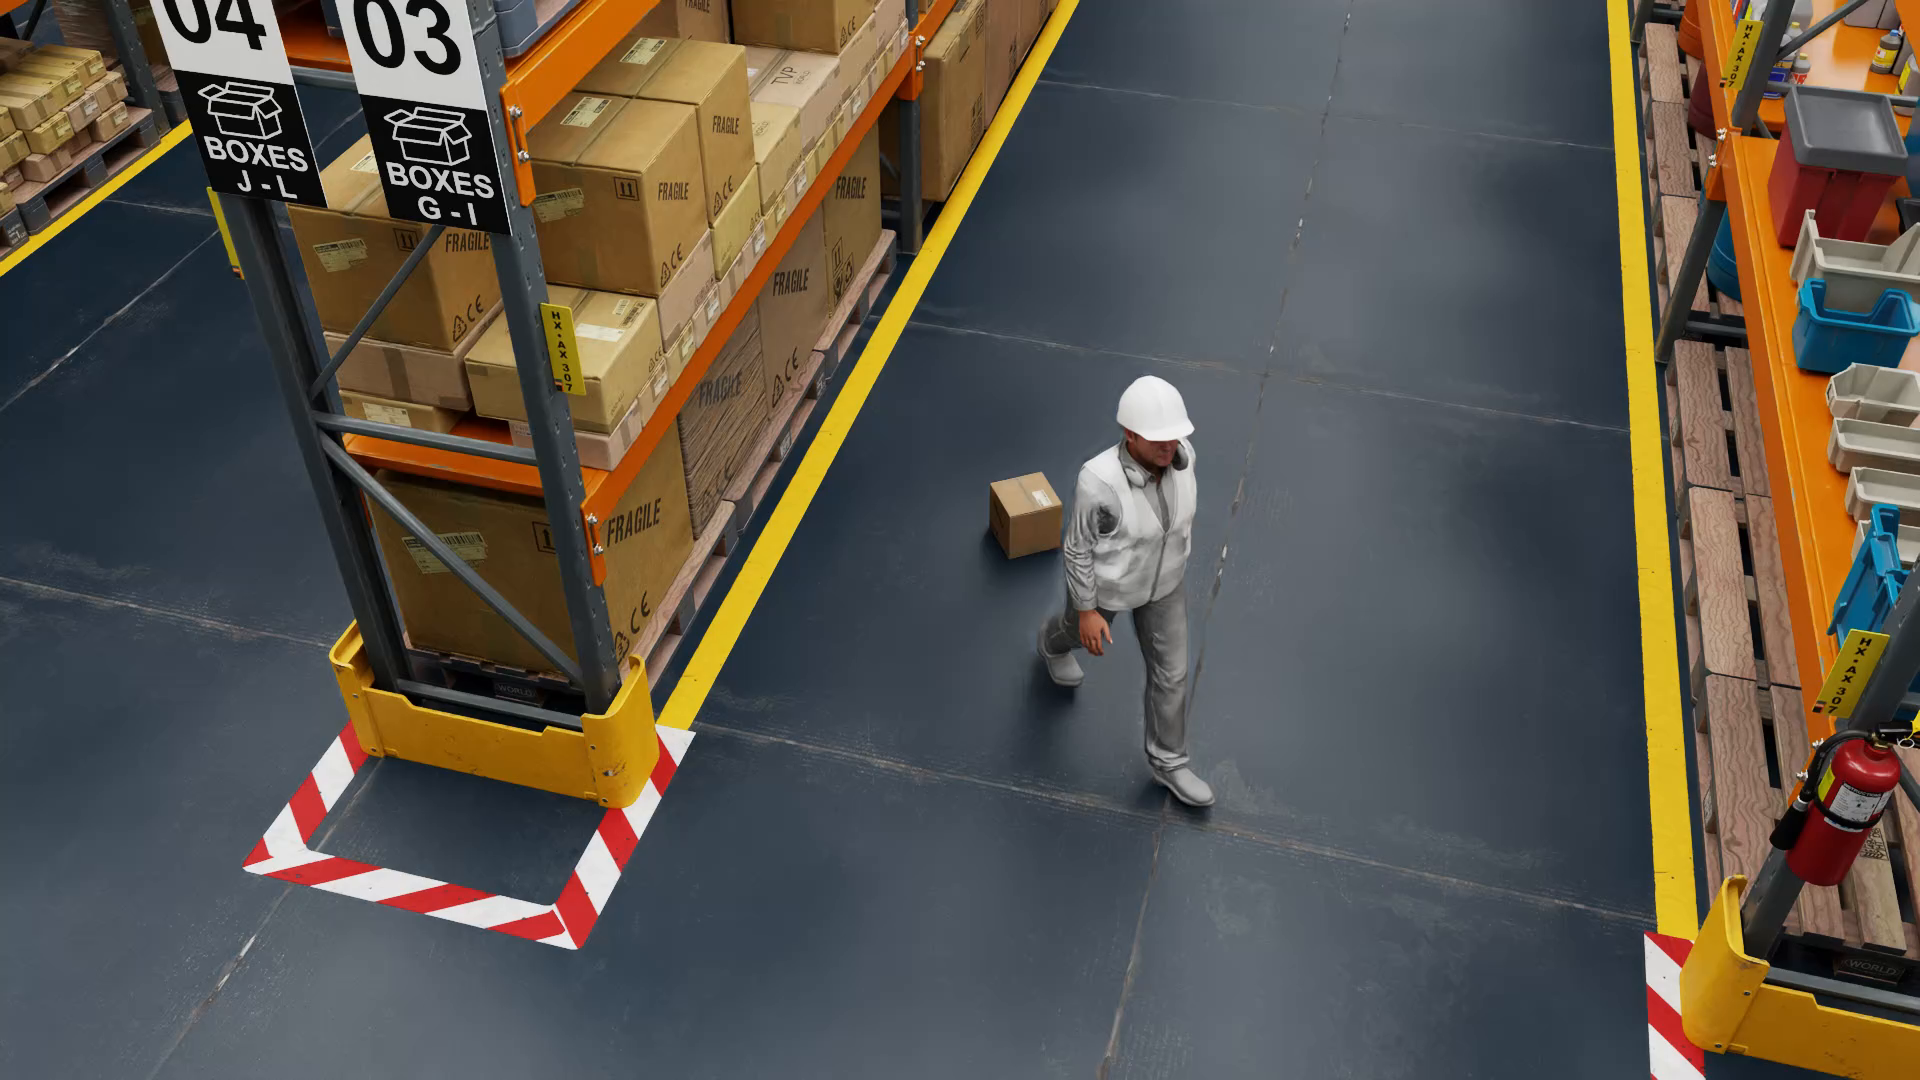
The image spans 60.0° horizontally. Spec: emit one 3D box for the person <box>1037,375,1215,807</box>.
[{"bbox_3d":[0.596,0.121,6.016,0.561,1.724,1.056,-17,44,-19],"label":"person"}]
